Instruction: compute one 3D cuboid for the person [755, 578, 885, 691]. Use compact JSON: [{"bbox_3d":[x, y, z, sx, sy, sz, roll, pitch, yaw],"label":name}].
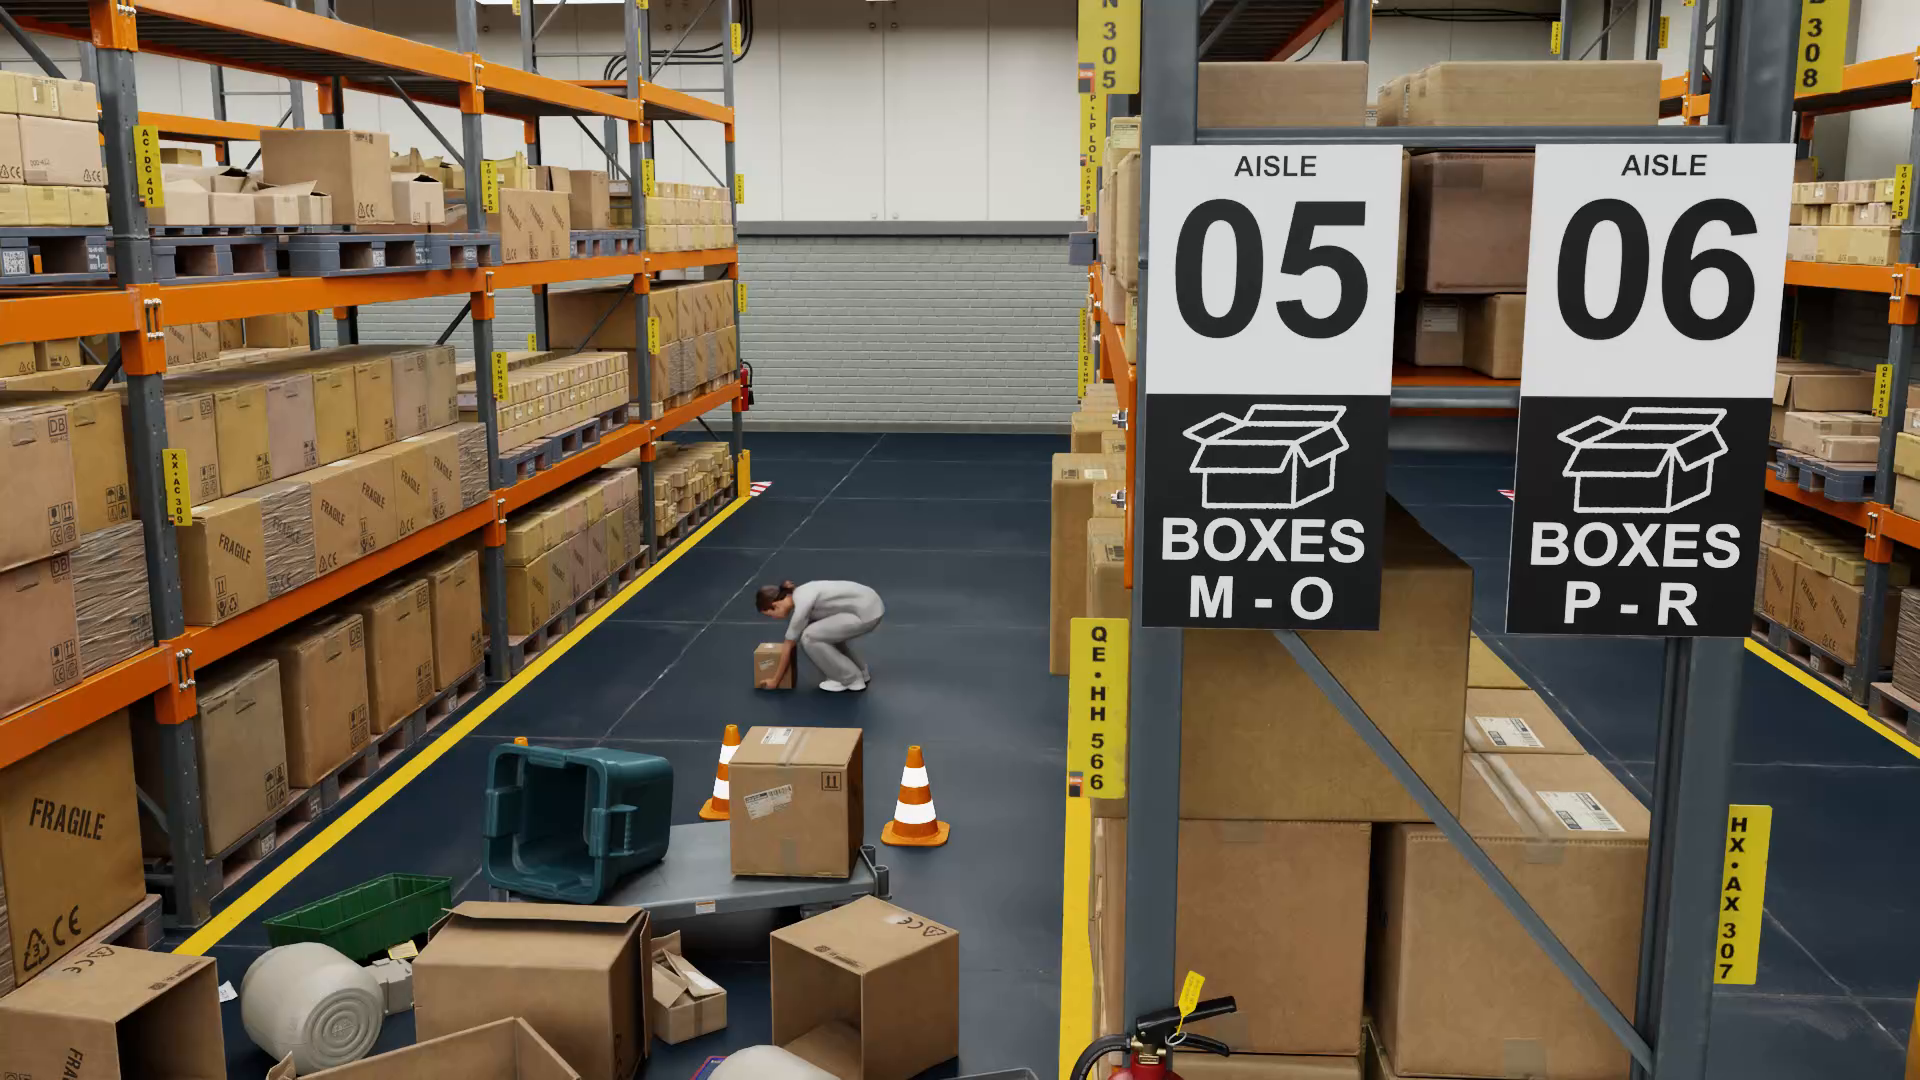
[{"bbox_3d":[-0.937,0.632,11.184,0.866,0.745,0.458,0,11,2],"label":"person"}]
